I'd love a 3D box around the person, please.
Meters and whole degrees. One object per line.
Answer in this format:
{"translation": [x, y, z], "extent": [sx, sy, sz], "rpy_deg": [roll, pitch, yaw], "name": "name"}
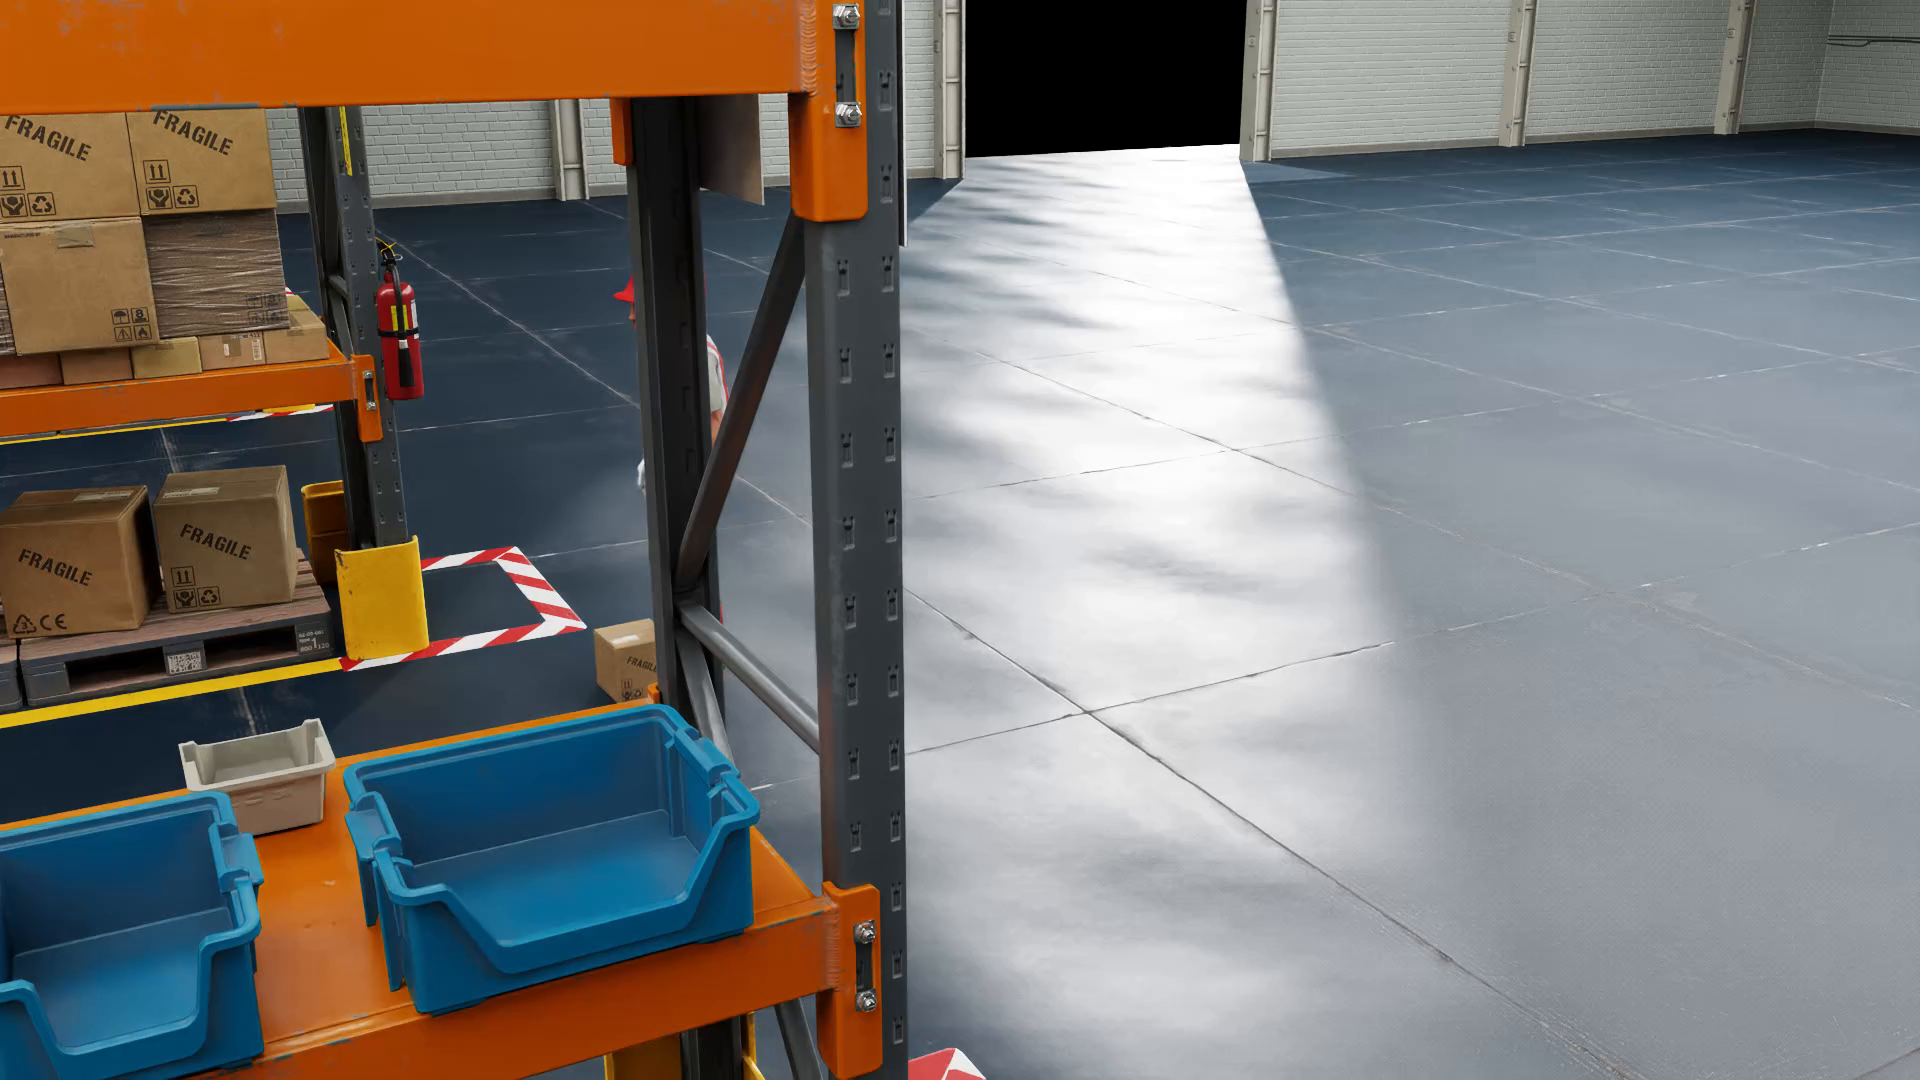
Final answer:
{"translation": [-1.157, -0.251, 6.798], "extent": [0.451, 1.777, 0.610], "rpy_deg": [-11, 21, -30], "name": "person"}
